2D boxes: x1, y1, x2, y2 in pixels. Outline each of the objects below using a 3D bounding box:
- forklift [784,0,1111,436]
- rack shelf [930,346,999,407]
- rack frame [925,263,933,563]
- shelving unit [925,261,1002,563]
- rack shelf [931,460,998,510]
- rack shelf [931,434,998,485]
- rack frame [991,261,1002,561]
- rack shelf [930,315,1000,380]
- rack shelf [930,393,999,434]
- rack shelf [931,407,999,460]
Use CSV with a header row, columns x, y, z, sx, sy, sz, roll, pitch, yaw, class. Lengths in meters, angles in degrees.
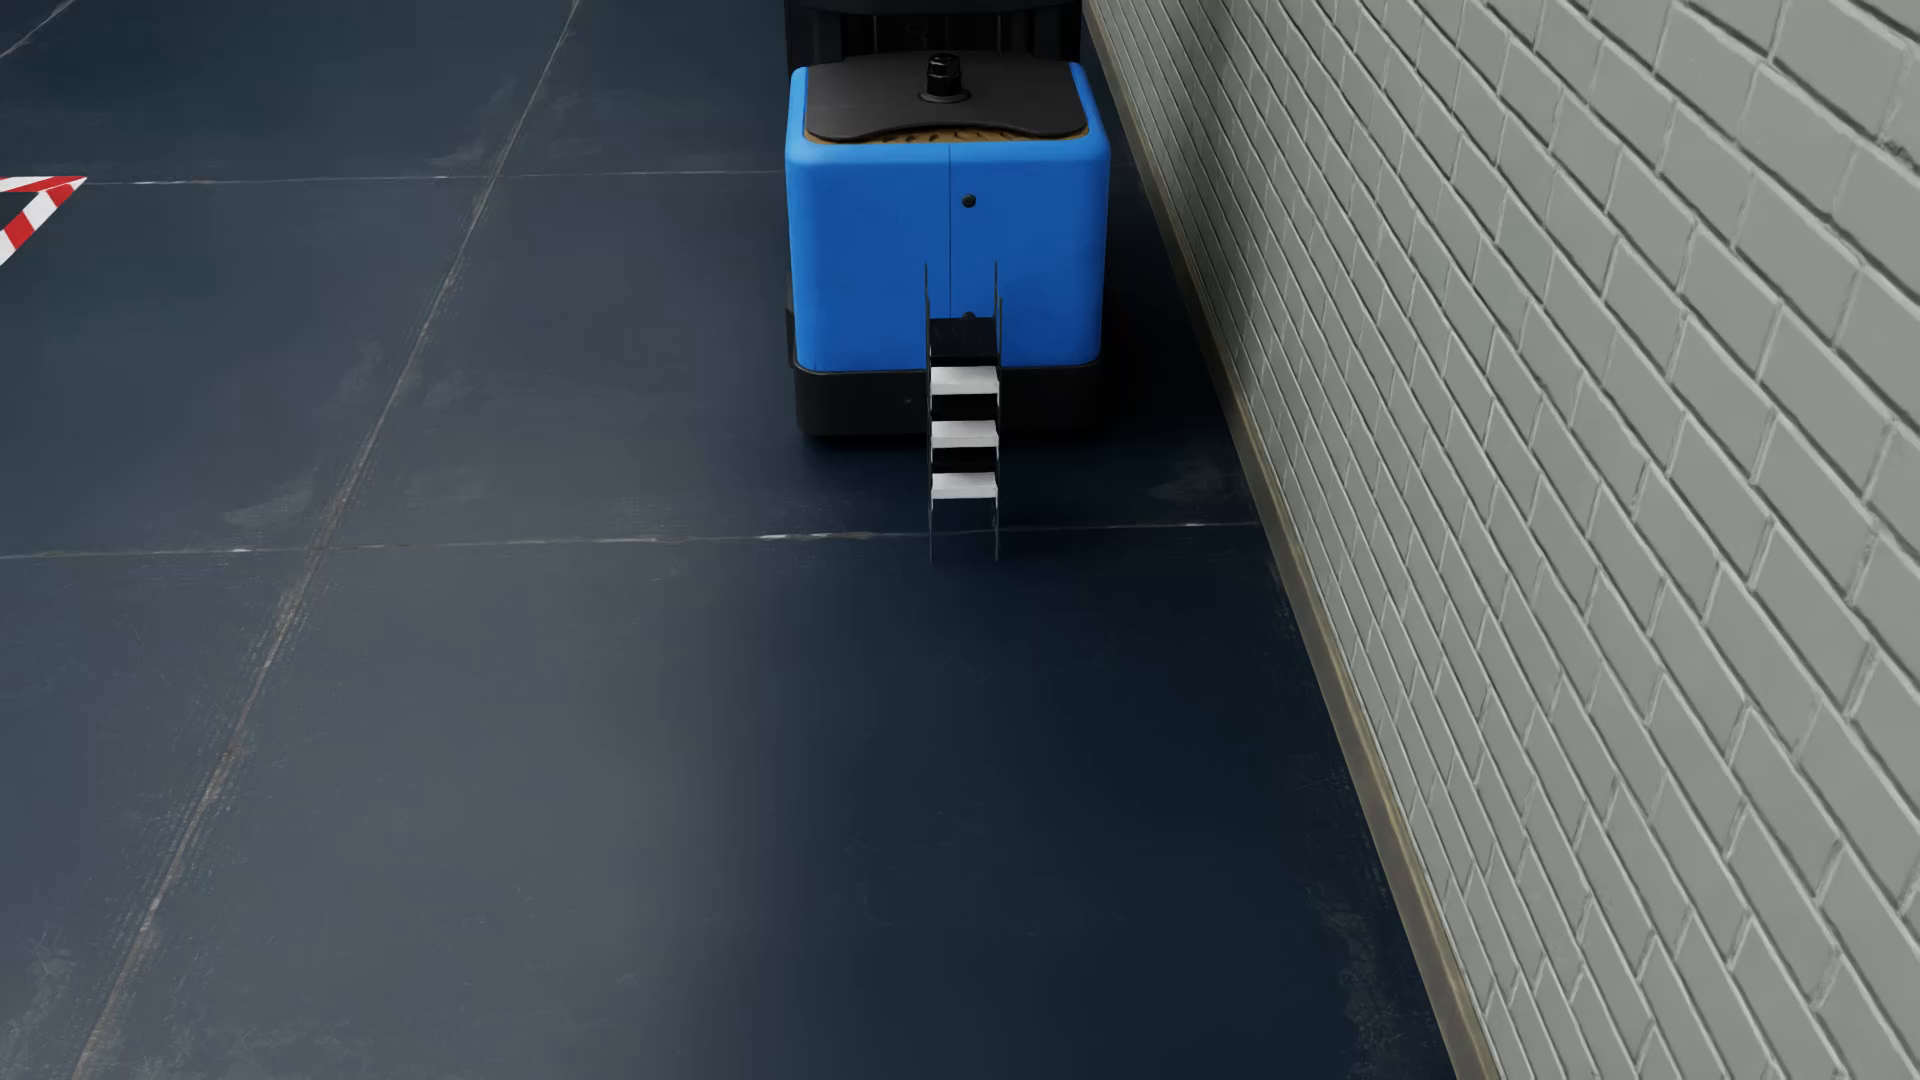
x,y,z,sx,sy,sz,roll,pitch,yaw,class
-0.113,-2.372,6.101,1.130,2.935,3.031,-2,35,-3,forklift
0.008,-0.491,4.911,0.200,0.077,0.258,-2,35,-2,rack shelf
-0.093,-0.367,4.990,0.006,0.900,0.240,-2,35,-2,rack frame
0.008,-0.370,4.994,0.210,0.900,0.258,-2,35,-2,shelving unit
0.008,-0.195,5.116,0.200,0.077,0.258,-2,35,-2,rack shelf
0.008,-0.269,5.064,0.200,0.077,0.258,-2,35,-2,rack shelf
0.110,-0.373,4.998,0.006,0.900,0.240,-2,35,-2,rack frame
0.008,-0.565,4.860,0.200,0.077,0.258,-2,35,-2,rack shelf
0.008,-0.417,4.962,0.200,0.077,0.258,-2,35,-2,rack shelf
0.008,-0.343,5.013,0.200,0.077,0.258,-2,35,-2,rack shelf
